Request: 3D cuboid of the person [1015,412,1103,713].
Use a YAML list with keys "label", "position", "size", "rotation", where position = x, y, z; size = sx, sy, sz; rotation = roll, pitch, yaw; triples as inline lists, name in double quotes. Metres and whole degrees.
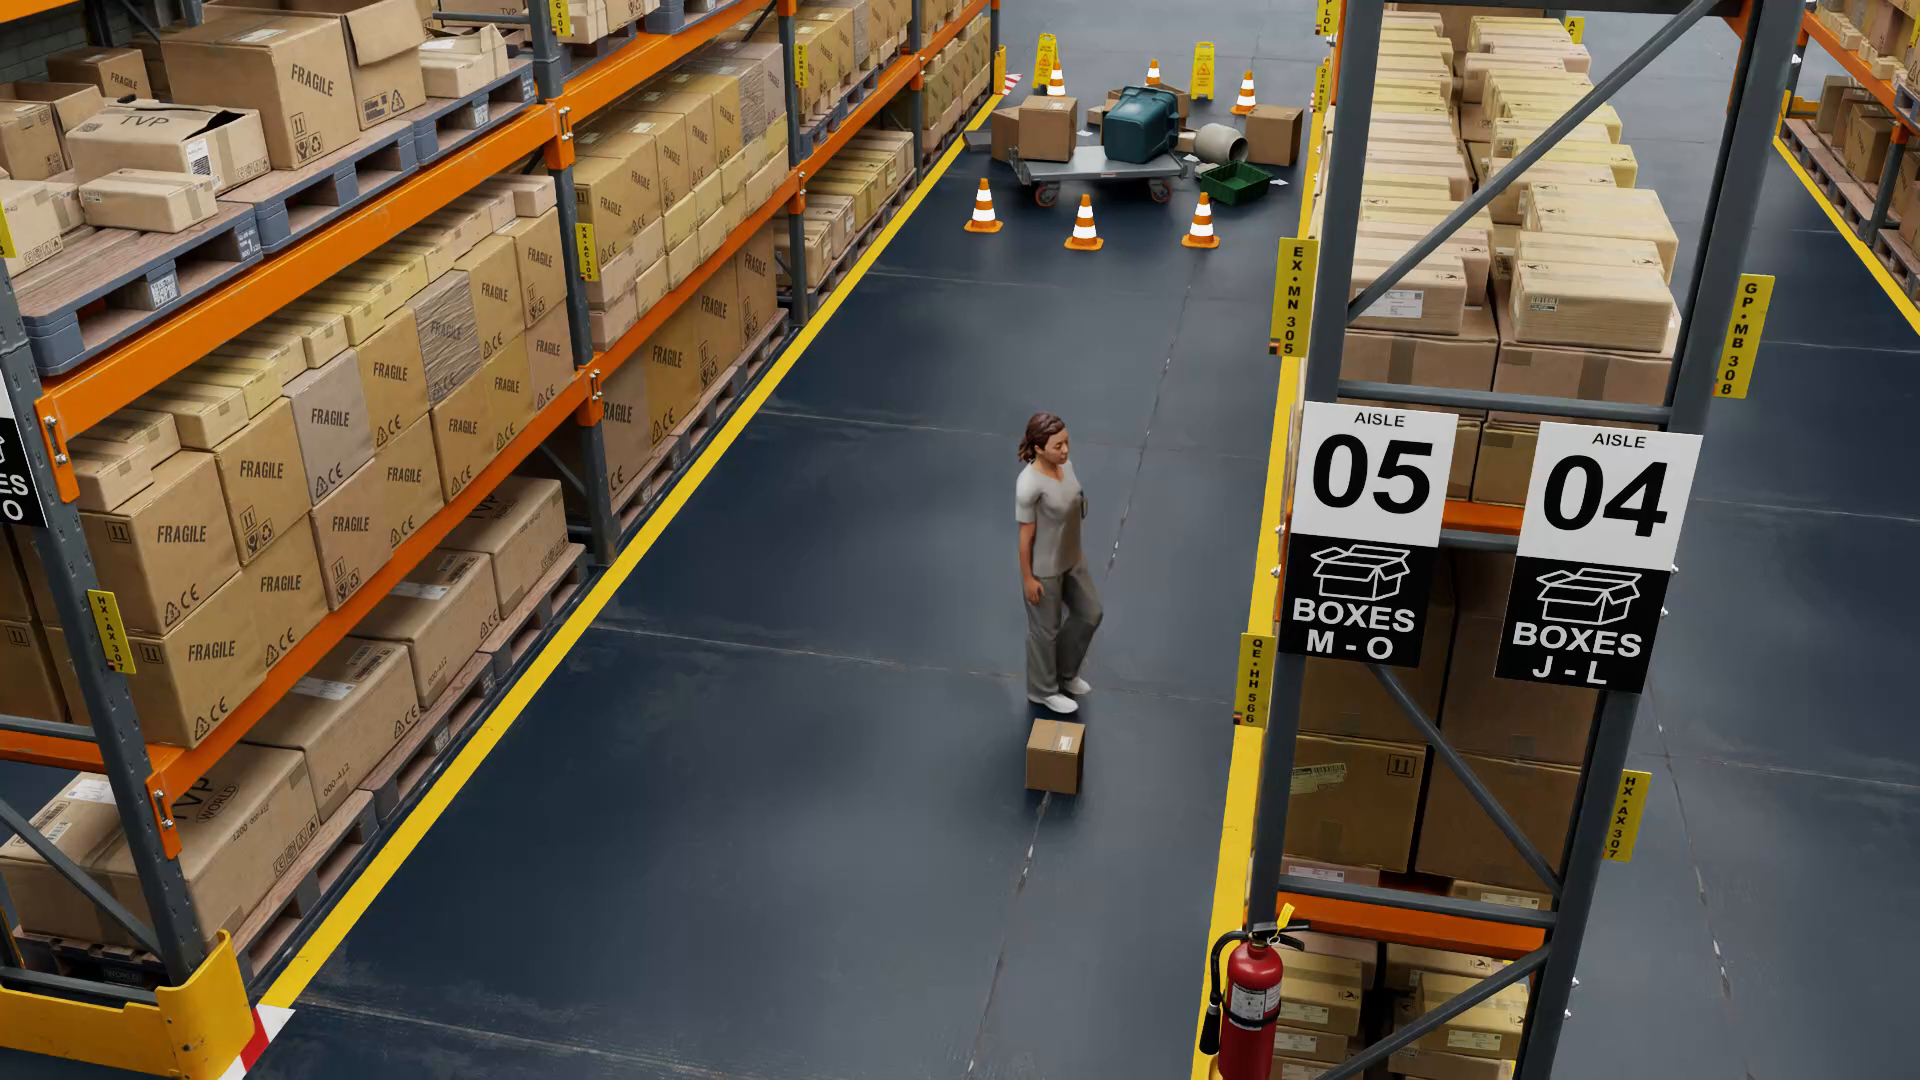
- label: "person"
  position: [0.471, 0.133, 8.379]
  size: [0.414, 1.692, 0.481]
  rotation: [18, 34, 30]
